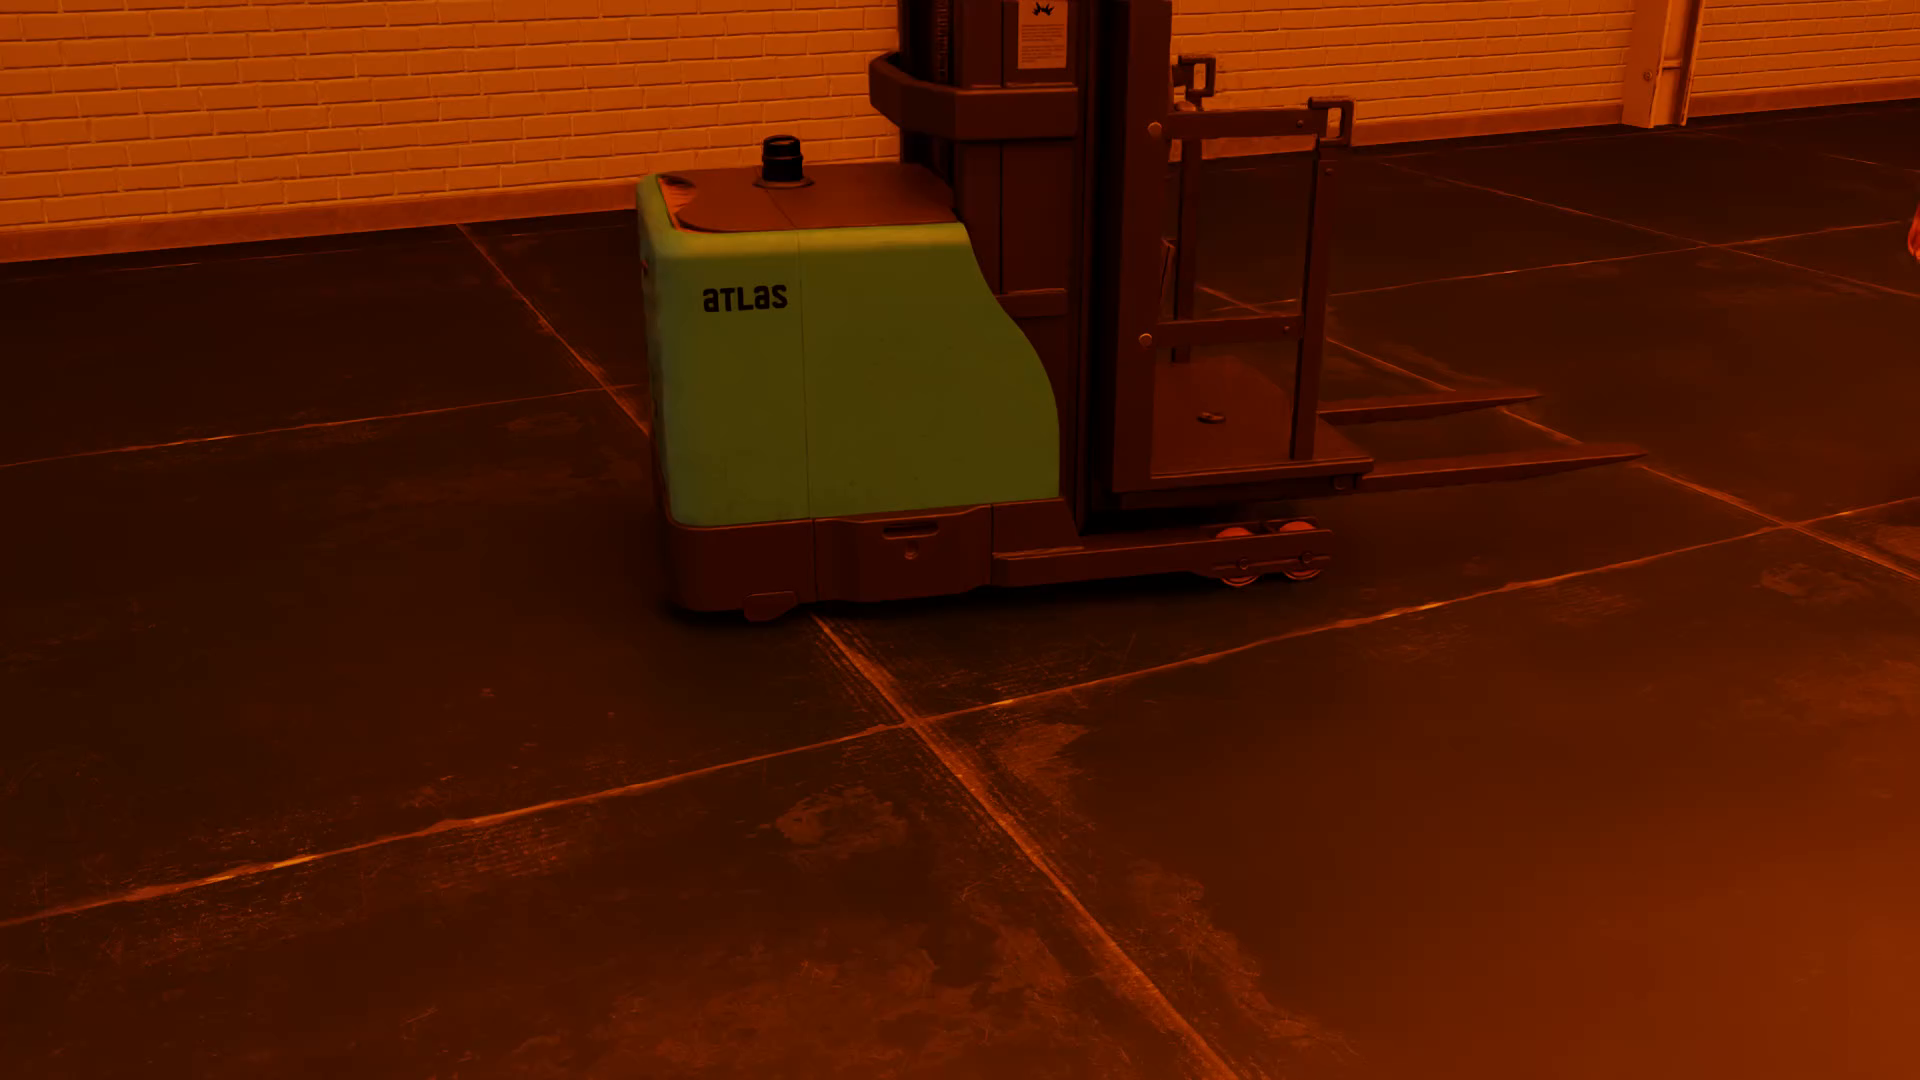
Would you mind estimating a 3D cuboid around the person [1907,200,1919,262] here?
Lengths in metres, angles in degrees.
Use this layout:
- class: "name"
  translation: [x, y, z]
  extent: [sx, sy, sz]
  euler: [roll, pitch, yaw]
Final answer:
- class: "person"
  translation: [3.397, -0.928, 5.259]
  extent: [0.492, 1.610, 0.684]
  euler: [-12, 25, -27]

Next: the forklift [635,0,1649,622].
- class: "forklift"
  translation: [0.598, -1.413, 4.687]
  extent: [3.031, 2.935, 1.130]
  euler: [-5, 23, -12]
